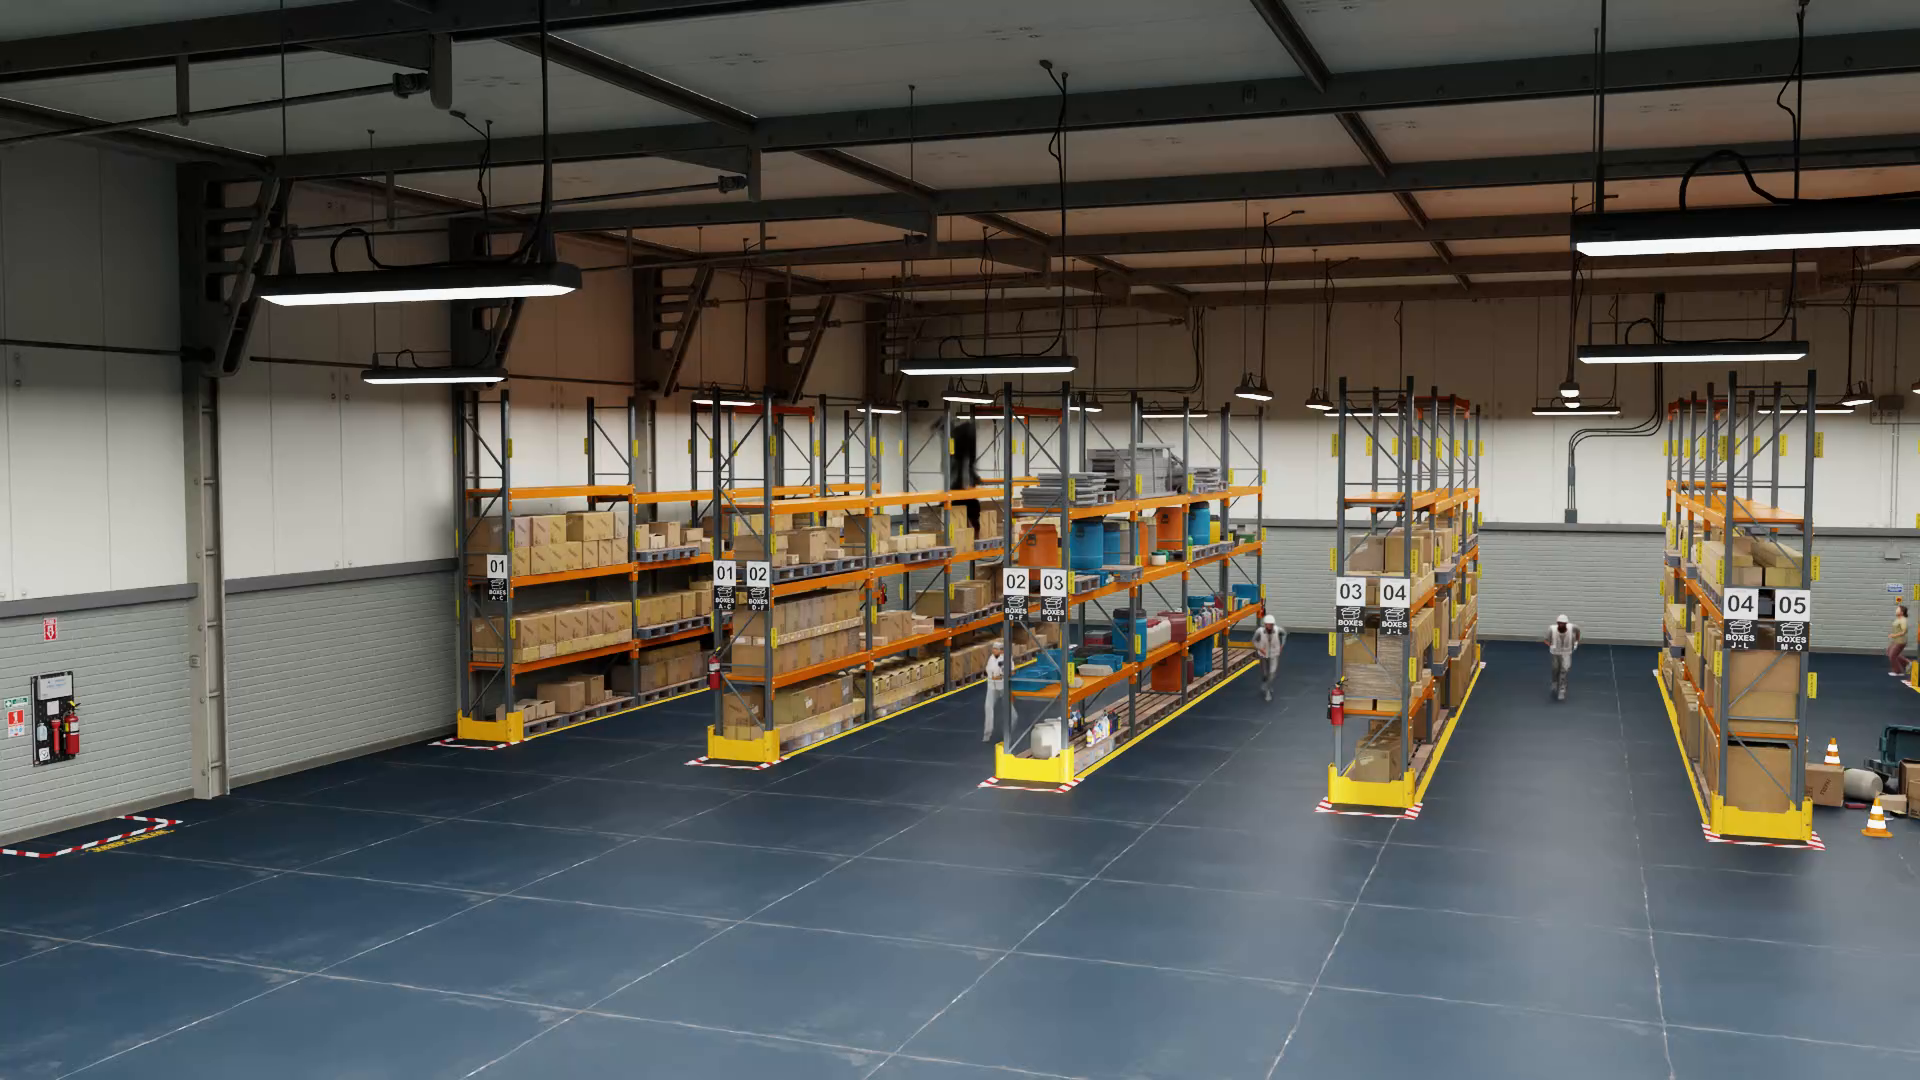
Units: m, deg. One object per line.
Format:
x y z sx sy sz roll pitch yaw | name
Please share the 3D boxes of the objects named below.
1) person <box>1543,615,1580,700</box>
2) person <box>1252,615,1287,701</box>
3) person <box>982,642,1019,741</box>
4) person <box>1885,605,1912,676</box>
12.091 2.332 33.505 0.728 1.728 1.054 1 3 10 | person
6.195 2.336 33.394 0.696 1.731 1.045 0 3 3 | person
0.728 2.609 28.815 0.561 1.711 1.029 1 3 25 | person
20.540 2.206 36.277 0.540 1.580 0.596 1 3 20 | person
